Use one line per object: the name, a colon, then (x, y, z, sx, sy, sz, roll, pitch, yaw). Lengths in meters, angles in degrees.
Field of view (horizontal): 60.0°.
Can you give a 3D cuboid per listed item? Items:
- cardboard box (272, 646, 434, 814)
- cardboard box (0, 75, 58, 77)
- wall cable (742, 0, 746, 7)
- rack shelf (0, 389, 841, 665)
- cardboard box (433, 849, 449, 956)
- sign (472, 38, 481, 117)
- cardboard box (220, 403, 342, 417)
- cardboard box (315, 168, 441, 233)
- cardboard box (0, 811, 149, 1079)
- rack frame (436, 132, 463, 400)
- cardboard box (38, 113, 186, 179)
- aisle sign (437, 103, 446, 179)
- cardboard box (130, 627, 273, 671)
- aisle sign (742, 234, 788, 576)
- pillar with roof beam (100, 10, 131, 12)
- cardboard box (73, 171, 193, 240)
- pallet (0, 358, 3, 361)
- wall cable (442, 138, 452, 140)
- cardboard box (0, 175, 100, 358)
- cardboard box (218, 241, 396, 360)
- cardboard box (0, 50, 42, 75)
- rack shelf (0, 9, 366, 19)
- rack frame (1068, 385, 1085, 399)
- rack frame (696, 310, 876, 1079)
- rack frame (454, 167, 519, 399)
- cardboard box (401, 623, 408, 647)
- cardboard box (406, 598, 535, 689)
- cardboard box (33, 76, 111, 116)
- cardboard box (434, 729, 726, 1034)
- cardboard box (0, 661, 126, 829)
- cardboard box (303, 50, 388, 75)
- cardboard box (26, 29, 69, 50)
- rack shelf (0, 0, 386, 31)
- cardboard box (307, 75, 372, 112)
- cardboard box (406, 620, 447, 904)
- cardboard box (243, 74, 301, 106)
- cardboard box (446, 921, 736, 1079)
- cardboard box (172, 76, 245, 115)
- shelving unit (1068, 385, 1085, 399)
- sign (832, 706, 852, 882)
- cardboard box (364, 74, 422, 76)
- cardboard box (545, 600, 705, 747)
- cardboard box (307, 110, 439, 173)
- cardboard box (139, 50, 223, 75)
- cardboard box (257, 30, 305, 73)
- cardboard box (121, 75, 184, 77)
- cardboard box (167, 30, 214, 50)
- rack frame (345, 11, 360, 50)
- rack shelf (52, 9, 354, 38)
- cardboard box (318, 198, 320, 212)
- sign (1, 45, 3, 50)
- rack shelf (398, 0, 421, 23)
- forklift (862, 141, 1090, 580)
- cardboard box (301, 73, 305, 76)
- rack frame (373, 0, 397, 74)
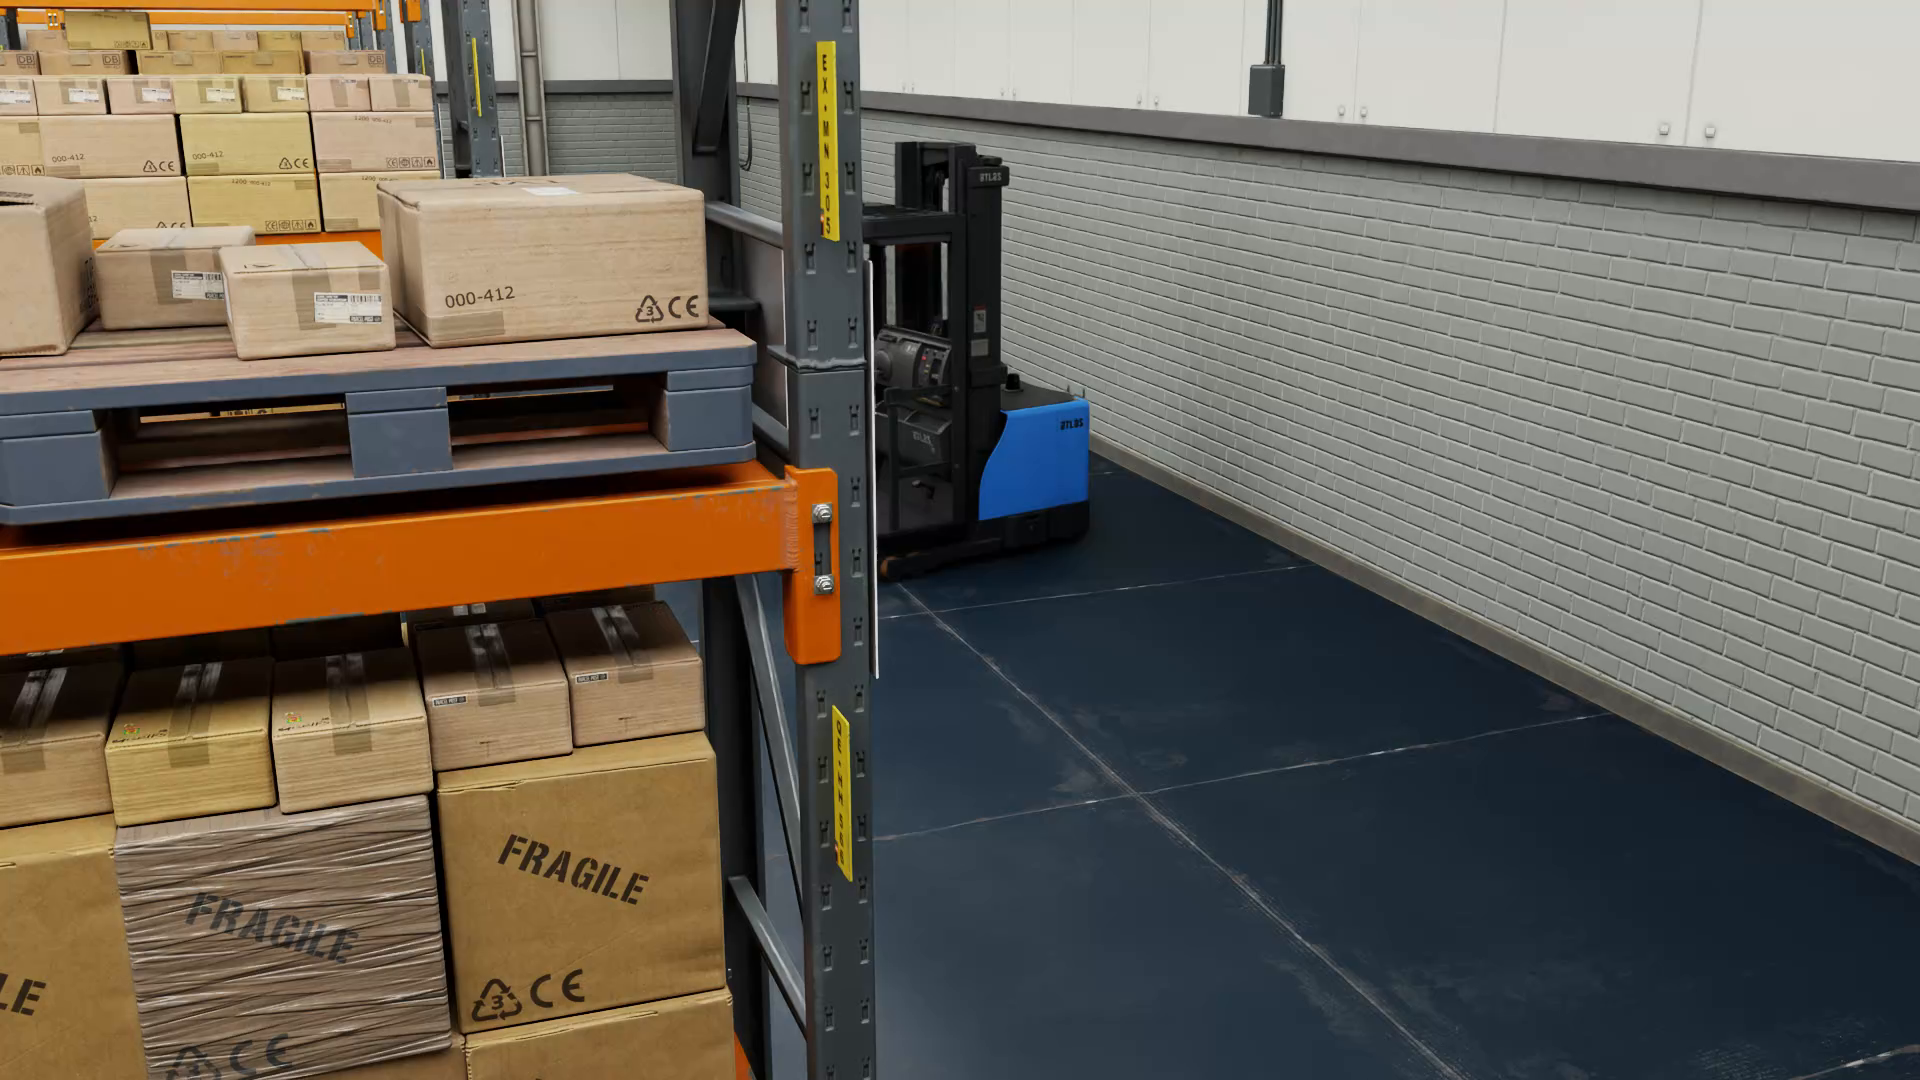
cardboard box: (-1.109, 0.337, 3.024, 0.250, 0.149, 0.380, -6, 18, -21)
cardboard box: (-4.116, -1.962, 7.304, 0.250, 0.149, 0.380, -6, 17, -18)
wall cable: (-2.892, -9.086, 24.117, 0.112, 2.526, 3.097, -6, 17, -20)
rack shelf: (-2.273, 0.114, 2.838, 4.000, 0.370, 1.077, -6, 17, -20)
cardboard box: (-0.957, 0.932, 3.924, 0.500, 0.500, 0.500, -6, 18, -21)
sign: (-2.091, -2.001, 7.195, 0.005, 0.325, 0.100, -6, 17, -20)
cardboard box: (-3.083, -0.793, 7.495, 0.500, 0.500, 0.500, -7, 18, -22)
cardboard box: (-2.601, -1.537, 7.451, 0.500, 0.250, 0.500, -7, 18, -21)
cardboard box: (-1.711, 0.700, 2.939, 0.500, 0.500, 0.500, -6, 17, -20)
rack frame: (-3.952, -1.601, 12.725, 0.127, 3.000, 1.000, -6, 17, -20)
cardboard box: (-3.567, -1.676, 7.038, 0.500, 0.250, 0.500, -6, 17, -19)
aisle sign: (-3.777, -2.776, 12.114, 0.004, 0.787, 0.394, -6, 17, -20)
cardboard box: (-1.579, 0.203, 3.479, 0.250, 0.149, 0.380, -7, 18, -22)
aisle sign: (-0.442, -0.324, 3.764, 0.004, 0.787, 0.394, -6, 17, -20)
pillar with roof beam: (-11.120, -7.151, 20.978, 0.400, 9.000, 9.100, -6, 17, -20)
cardboard box: (-3.543, -1.437, 7.111, 0.500, 0.250, 0.500, -5, 17, -18)
pallet: (-2.236, -0.188, 2.749, 1.213, 0.211, 1.003, -6, 17, -20)
wall cable: (-8.412, -6.376, 27.183, 1.851, 1.984, 0.084, -6, 17, -20)
cardboard box: (-1.821, -0.501, 2.893, 0.500, 0.311, 0.500, -6, 17, -19)
cardboard box: (-1.157, -0.429, 2.935, 0.250, 0.149, 0.380, -8, 18, -24)
cardboard box: (-6.474, -3.082, 11.345, 0.500, 0.500, 0.700, -5, 17, -17)
rack shelf: (-9.361, -6.537, 20.172, 4.000, 0.370, 1.077, -6, 17, -20)
rack frame: (0.902, -0.686, 13.072, 0.008, 1.050, 0.200, -11, 20, -33)
rack frame: (-0.406, 1.007, 3.846, 0.127, 3.000, 1.000, -6, 17, -20)
rack frame: (-2.271, -0.285, 8.246, 0.127, 3.000, 1.000, -6, 17, -20)
cardboard box: (-2.882, 0.559, 8.629, 0.250, 0.149, 0.380, -7, 18, -23)
cardboard box: (-1.056, 0.176, 3.572, 0.250, 0.149, 0.380, -6, 17, -19)
cardboard box: (-3.684, -1.852, 6.929, 0.250, 0.149, 0.380, -6, 17, -19)
cardboard box: (-0.771, 0.590, 3.312, 0.500, 0.500, 0.500, -6, 17, -18)
cardboard box: (-1.628, 0.359, 2.948, 0.250, 0.149, 0.380, -6, 18, -21)
cardboard box: (-4.418, -3.271, 11.988, 0.500, 0.500, 0.700, -7, 18, -23)
cardboard box: (-10.788, -5.830, 19.852, 0.500, 0.500, 0.700, -6, 17, -20)
rack shelf: (-7.592, -5.043, 15.788, 4.000, 0.370, 1.077, -6, 17, -20)
cardboard box: (-2.734, -1.968, 7.325, 0.250, 0.149, 0.380, -6, 17, -19)
cardboard box: (-0.956, 0.453, 3.781, 0.500, 0.500, 0.500, -7, 18, -21)
cardboard box: (-3.179, -2.082, 7.712, 0.250, 0.149, 0.380, -6, 17, -20)
cardboard box: (-0.761, 1.077, 3.429, 0.500, 0.500, 0.500, -6, 17, -20)
cardboard box: (-3.189, -1.893, 7.067, 0.250, 0.149, 0.380, -6, 17, -19)
shelving unit: (0.801, -0.667, 13.005, 0.252, 1.050, 0.215, -11, 20, -33)
sign: (-0.225, 0.482, 3.158, 0.005, 0.325, 0.100, -6, 17, -20)
cardboard box: (-2.655, -2.111, 7.811, 0.250, 0.149, 0.380, -6, 18, -21)
cardboard box: (-0.669, 0.257, 3.297, 0.250, 0.149, 0.380, -6, 17, -19)
cardboard box: (-2.610, -1.779, 7.388, 0.500, 0.250, 0.500, -7, 18, -22)
cardboard box: (-5.452, -3.181, 11.682, 0.500, 0.500, 0.700, -7, 18, -24)
cardboard box: (-8.464, -6.090, 20.737, 0.500, 0.500, 0.700, -6, 17, -20)
cardboard box: (-3.609, -2.004, 7.446, 0.250, 0.149, 0.380, -6, 17, -18)
cardboard box: (-9.393, -5.986, 20.382, 0.500, 0.500, 0.700, -6, 17, -20)
rack frame: (-9.269, -8.389, 25.193, 0.127, 3.000, 1.000, -6, 17, -20)
rack shelf: (-11.137, -7.650, 24.664, 4.000, 0.370, 1.077, -6, 17, -20)
cardboard box: (-8.297, -4.085, 21.009, 0.500, 0.500, 0.500, -6, 17, -20)
sign: (-11.026, -5.535, 19.181, 0.005, 0.325, 0.100, -6, 17, -20)
rack shelf: (-5.819, -3.740, 11.351, 4.000, 0.370, 1.077, -6, 17, -20)
forklift: (-0.522, -1.293, 11.798, 3.031, 2.935, 1.130, -11, 20, -33)
cardboard box: (-8.348, -5.645, 20.553, 0.500, 0.250, 0.500, -6, 17, -20)
rack frame: (-5.724, -5.782, 16.317, 0.127, 3.000, 1.000, -6, 17, -20)
